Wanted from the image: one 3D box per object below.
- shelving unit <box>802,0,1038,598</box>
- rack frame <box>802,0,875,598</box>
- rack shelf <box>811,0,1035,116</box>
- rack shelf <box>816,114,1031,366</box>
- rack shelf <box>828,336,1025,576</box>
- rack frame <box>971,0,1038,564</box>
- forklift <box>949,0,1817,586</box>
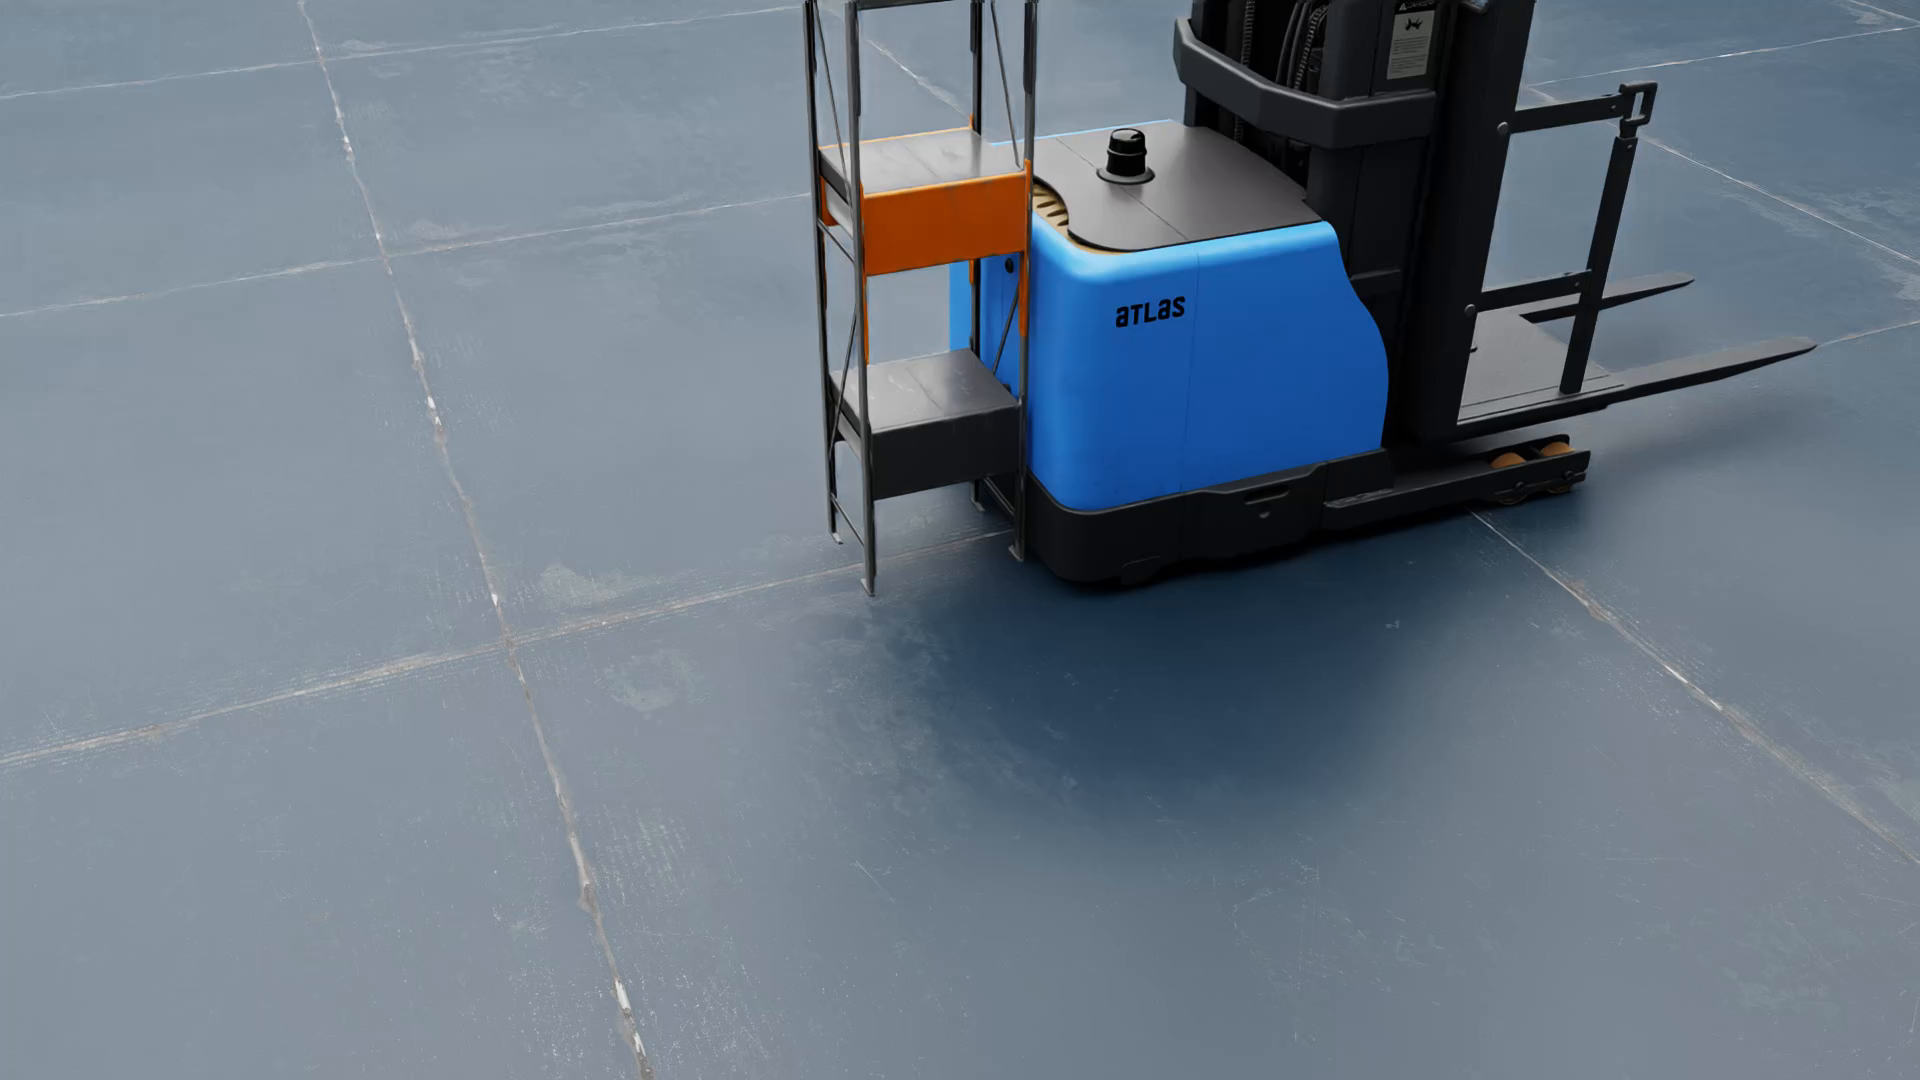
[{"bbox_3d":[-0.110,-0.859,4.645,0.503,2.100,0.431,-12,35,-18],"label":"shelving unit"},{"bbox_3d":[-0.337,-0.810,4.569,0.015,2.100,0.400,-12,35,-18],"label":"rack frame"},{"bbox_3d":[-0.110,-1.434,4.271,0.480,0.518,0.431,-12,35,-18],"label":"rack shelf"},{"bbox_3d":[-0.110,-0.848,4.653,0.480,0.518,0.431,-12,35,-18],"label":"rack shelf"},{"bbox_3d":[-0.110,-0.261,5.034,0.480,0.518,0.431,-12,35,-18],"label":"rack shelf"},{"bbox_3d":[0.116,-0.909,4.721,0.015,2.100,0.400,-12,35,-18],"label":"rack frame"},{"bbox_3d":[1.521,-1.597,5.018,3.031,2.935,1.130,-12,35,-18],"label":"forklift"}]
